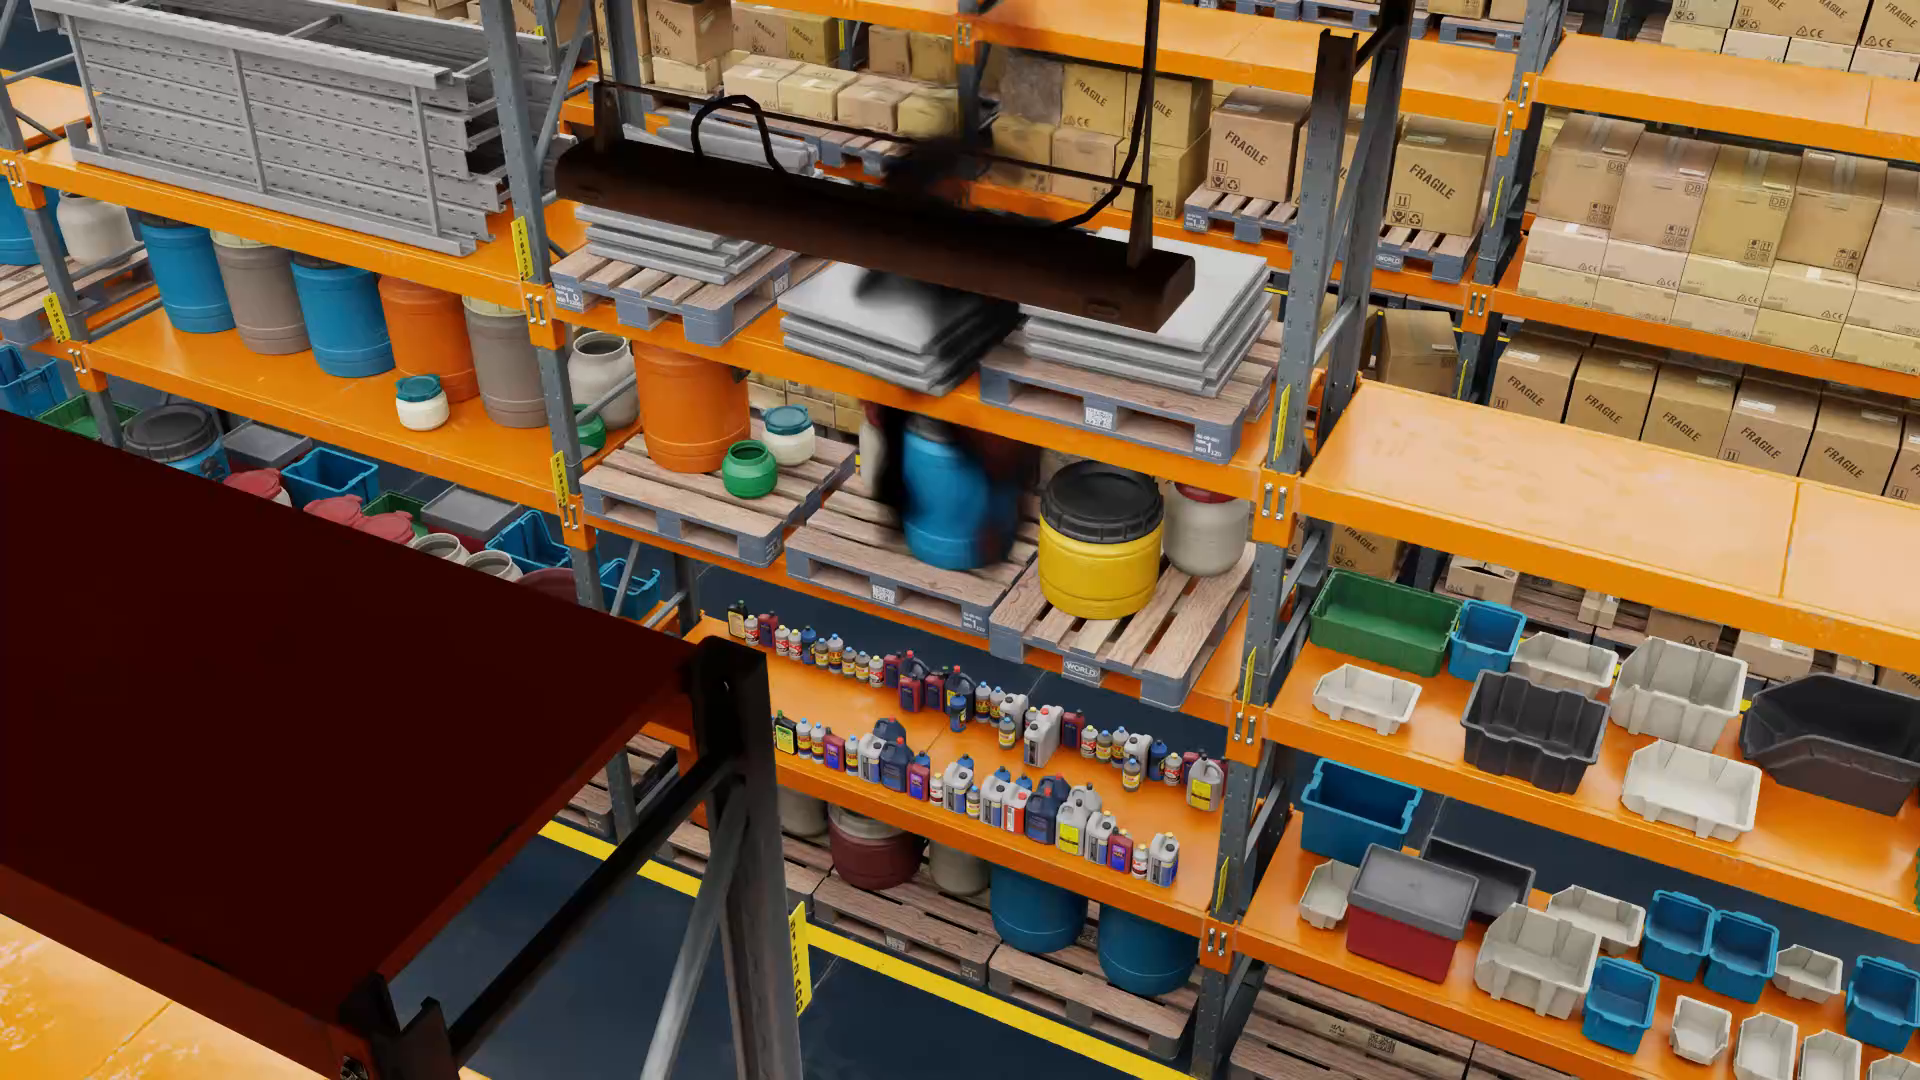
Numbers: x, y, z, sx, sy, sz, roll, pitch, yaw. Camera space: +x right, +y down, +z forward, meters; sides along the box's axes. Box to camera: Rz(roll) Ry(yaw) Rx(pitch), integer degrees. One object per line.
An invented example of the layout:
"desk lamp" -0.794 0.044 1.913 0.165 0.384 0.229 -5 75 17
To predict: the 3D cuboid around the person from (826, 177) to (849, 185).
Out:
"person" -1.194 -2.822 16.471 0.559 1.634 0.588 18 39 24
